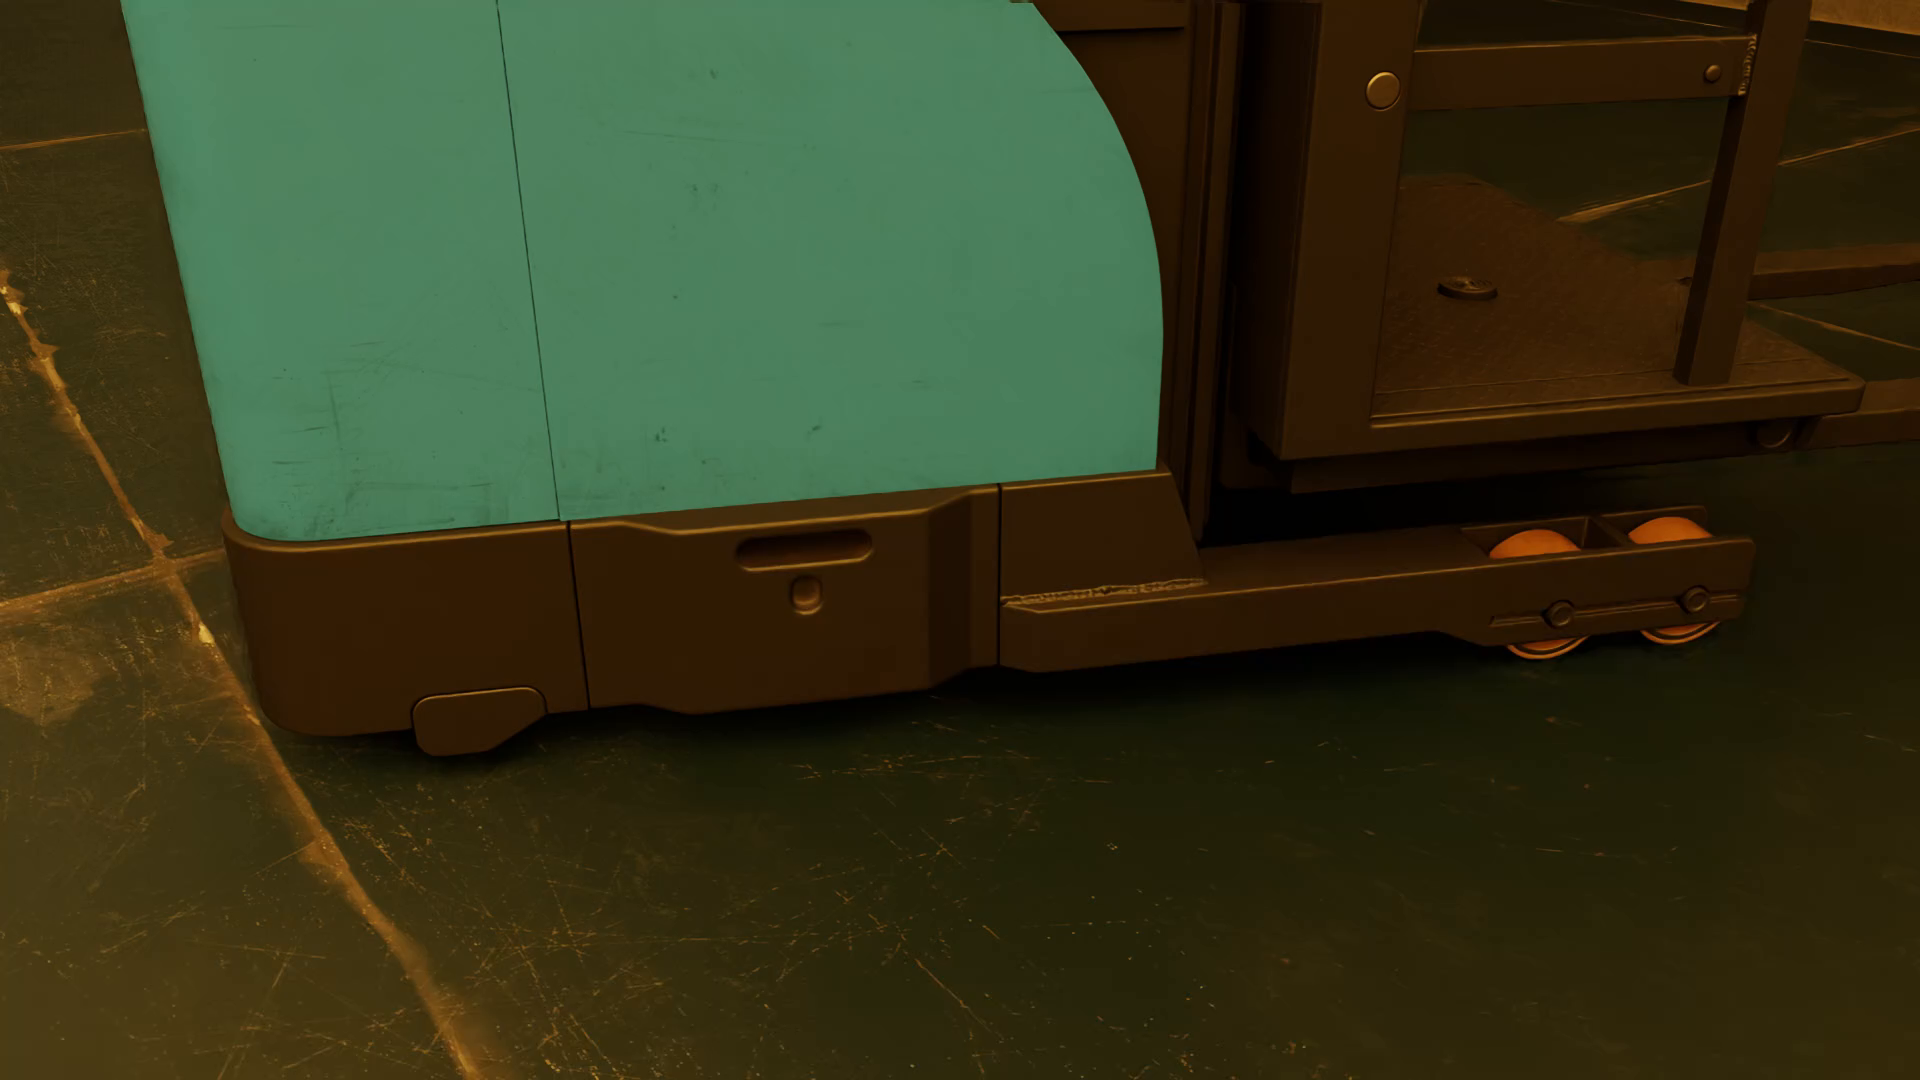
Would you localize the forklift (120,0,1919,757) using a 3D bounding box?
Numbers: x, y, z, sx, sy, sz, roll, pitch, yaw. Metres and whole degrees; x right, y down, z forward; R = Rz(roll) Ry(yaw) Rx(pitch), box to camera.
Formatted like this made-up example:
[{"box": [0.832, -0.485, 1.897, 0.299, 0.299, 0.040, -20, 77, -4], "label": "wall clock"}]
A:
[{"box": [0.573, -1.380, 1.983, 3.031, 2.935, 1.130, -5, 27, -10], "label": "forklift"}]
